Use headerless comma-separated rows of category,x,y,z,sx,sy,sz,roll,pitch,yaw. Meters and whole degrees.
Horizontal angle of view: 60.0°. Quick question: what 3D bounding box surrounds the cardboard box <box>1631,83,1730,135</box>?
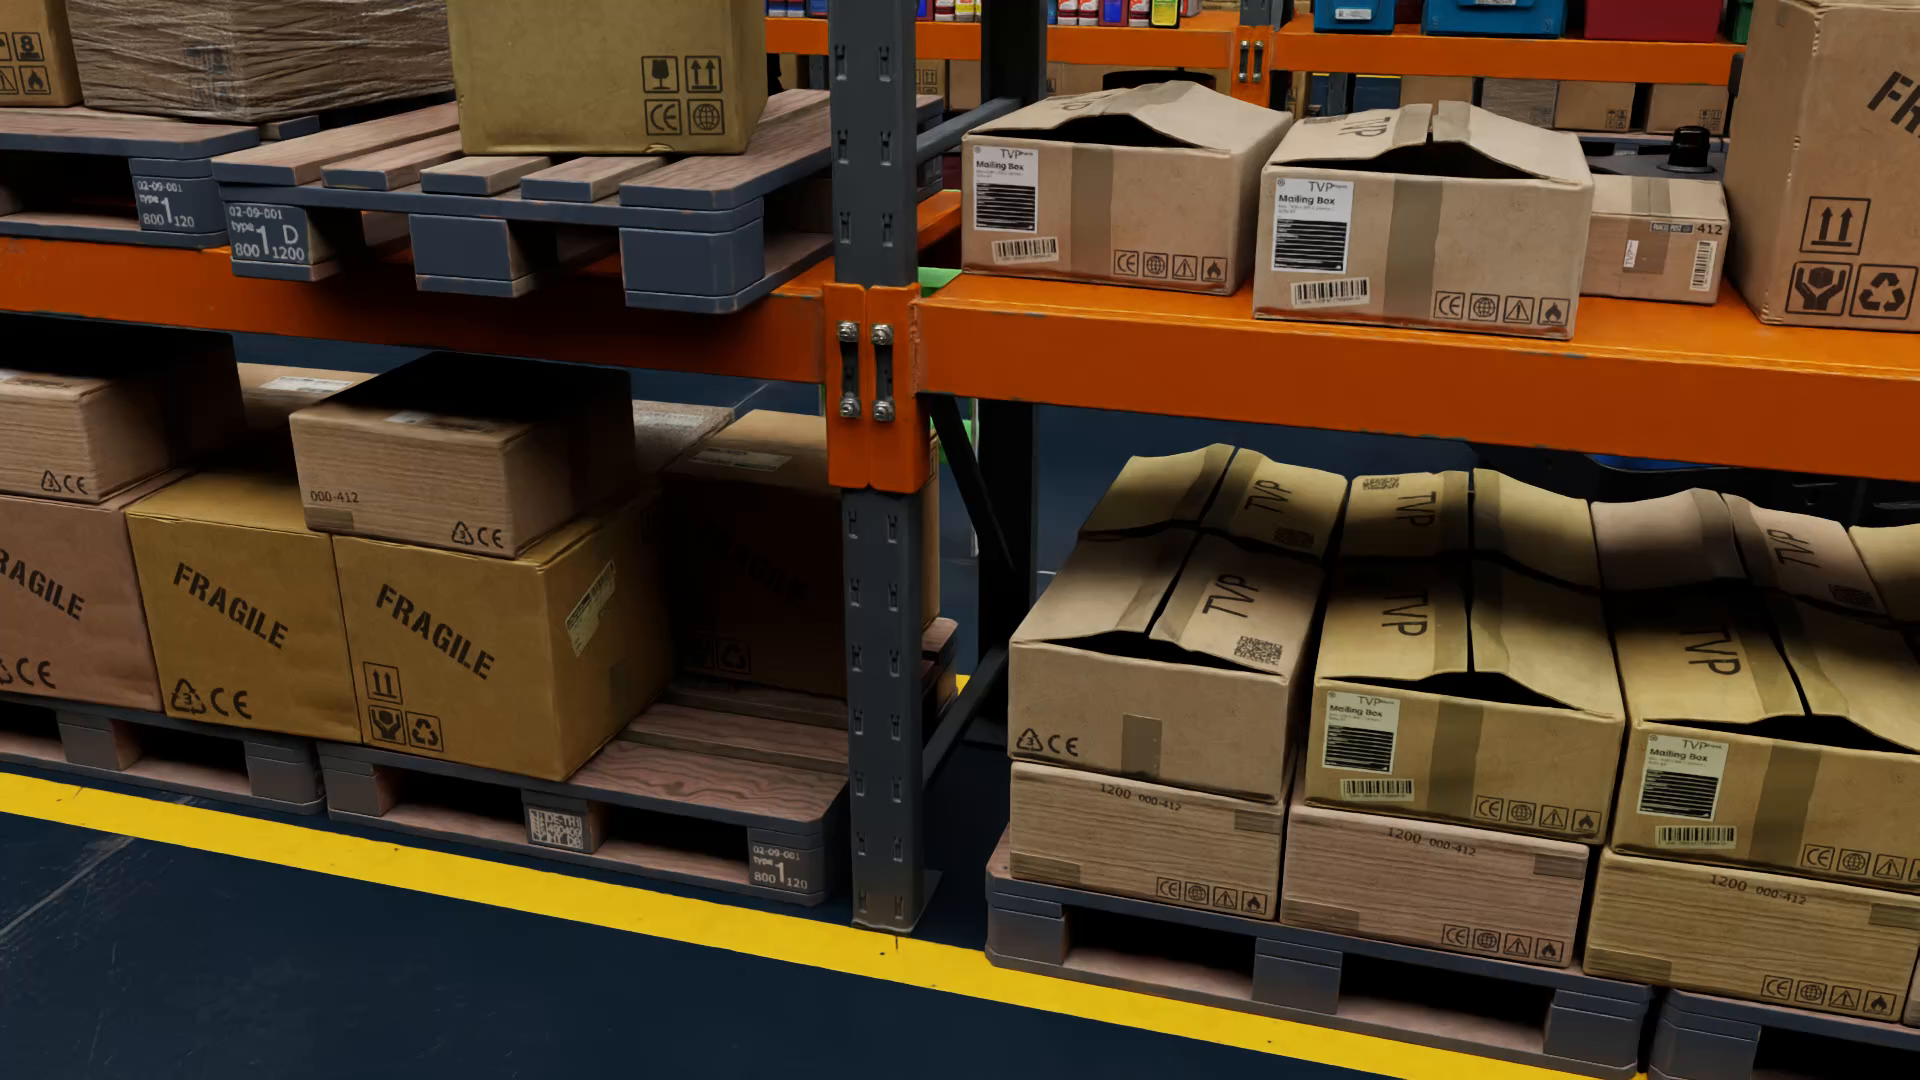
cardboard box,5.112,-3.182,11.789,0.500,0.500,0.700,5,23,11

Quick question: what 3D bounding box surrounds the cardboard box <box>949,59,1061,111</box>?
cardboard box,0.496,-3.867,12.992,0.875,0.875,1.225,6,23,14

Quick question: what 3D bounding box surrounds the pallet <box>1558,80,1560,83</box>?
pallet,6.278,-4.631,16.281,1.213,0.211,1.003,7,23,16

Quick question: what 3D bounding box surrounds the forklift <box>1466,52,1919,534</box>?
forklift,3.357,-1.545,5.173,3.031,2.935,1.130,-3,23,-8

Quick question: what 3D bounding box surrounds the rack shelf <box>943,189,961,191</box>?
rack shelf,-0.158,-0.958,4.929,0.480,0.148,0.258,7,23,16

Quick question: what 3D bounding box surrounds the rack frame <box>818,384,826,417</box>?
rack frame,-0.392,-0.600,5.152,0.015,1.200,0.240,7,23,16

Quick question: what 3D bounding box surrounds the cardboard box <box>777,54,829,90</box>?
cardboard box,-1.587,-4.129,13.630,0.875,0.875,0.875,7,23,16

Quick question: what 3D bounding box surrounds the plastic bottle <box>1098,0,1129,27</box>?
plastic bottle,0.689,-2.439,7.418,0.133,0.283,0.061,7,23,16

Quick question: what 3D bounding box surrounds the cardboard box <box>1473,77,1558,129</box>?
cardboard box,4.033,-3.303,12.083,0.500,0.500,0.700,5,23,11

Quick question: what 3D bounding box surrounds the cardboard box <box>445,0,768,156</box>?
cardboard box,-0.650,-1.048,3.187,0.500,0.500,0.700,-1,22,-2

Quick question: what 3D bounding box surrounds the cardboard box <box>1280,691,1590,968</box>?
cardboard box,0.884,0.518,3.126,0.500,0.250,0.500,6,23,14

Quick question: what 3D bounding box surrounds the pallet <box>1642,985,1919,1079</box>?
pallet,1.927,0.750,3.164,1.213,0.211,1.003,7,23,16

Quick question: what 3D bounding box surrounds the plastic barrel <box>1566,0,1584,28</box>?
plastic barrel,2.870,-2.549,7.384,0.421,0.512,0.421,0,22,0

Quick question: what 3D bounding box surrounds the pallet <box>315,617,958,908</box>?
pallet,-0.718,0.415,3.979,1.213,0.211,1.003,7,23,16

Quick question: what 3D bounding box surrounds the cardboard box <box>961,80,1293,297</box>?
cardboard box,0.322,-0.682,3.098,0.500,0.311,0.500,8,24,19

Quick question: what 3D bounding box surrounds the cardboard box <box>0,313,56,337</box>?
cardboard box,-2.493,-0.361,3.922,0.500,0.250,0.500,7,23,16

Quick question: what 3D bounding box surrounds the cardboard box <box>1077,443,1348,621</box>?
cardboard box,0.559,0.007,3.631,0.500,0.311,0.500,7,23,17

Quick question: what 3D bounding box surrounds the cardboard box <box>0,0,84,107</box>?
cardboard box,-2.134,-1.287,3.770,0.500,0.500,0.700,1,22,2

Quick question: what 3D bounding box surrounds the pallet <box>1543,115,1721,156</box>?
pallet,4.763,-2.867,11.982,1.213,0.211,1.003,7,23,16

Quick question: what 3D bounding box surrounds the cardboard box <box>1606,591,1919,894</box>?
cardboard box,1.395,0.315,2.882,0.500,0.311,0.500,6,23,14

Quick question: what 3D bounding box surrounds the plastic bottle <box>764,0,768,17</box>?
plastic bottle,-0.968,-2.644,7.926,0.135,0.276,0.152,7,23,16

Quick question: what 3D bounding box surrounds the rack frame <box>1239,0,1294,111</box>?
rack frame,1.420,-2.579,7.604,0.127,3.000,1.000,7,23,16

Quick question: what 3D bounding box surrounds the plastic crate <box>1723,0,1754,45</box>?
plastic crate,3.501,-2.130,6.790,0.662,0.188,0.450,7,23,16

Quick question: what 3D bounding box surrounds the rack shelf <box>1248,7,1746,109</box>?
rack shelf,3.335,-2.026,7.206,4.000,0.370,1.077,7,23,16

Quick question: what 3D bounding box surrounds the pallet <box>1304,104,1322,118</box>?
pallet,2.118,-3.202,12.797,1.213,0.211,1.003,7,23,16

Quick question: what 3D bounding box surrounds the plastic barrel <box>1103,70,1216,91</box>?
plastic barrel,0.947,-1.816,8.051,0.708,0.830,0.600,7,23,16

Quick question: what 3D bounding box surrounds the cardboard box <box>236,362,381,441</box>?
cardboard box,-1.850,-0.148,4.391,0.500,0.500,0.500,6,23,14

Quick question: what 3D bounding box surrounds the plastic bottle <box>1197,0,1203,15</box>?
plastic bottle,1.099,-2.686,8.029,0.135,0.276,0.152,7,23,16

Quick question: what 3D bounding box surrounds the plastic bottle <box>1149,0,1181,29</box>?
plastic bottle,0.910,-2.414,7.356,0.133,0.283,0.061,7,23,16

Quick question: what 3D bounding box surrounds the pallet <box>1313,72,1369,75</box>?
pallet,3.633,-4.965,17.096,1.213,0.211,1.003,7,23,16

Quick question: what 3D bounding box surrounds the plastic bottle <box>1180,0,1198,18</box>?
plastic bottle,1.055,-2.631,7.894,0.135,0.276,0.152,7,23,16

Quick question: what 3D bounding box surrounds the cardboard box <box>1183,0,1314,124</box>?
cardboard box,2.196,-3.673,12.517,0.875,0.875,1.225,5,23,13

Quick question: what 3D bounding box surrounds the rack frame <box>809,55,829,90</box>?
rack frame,-0.978,-4.817,13.060,0.127,3.000,1.000,7,23,16

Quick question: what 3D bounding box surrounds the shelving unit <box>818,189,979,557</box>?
shelving unit,-0.158,-0.573,5.087,0.503,1.200,0.258,7,23,16

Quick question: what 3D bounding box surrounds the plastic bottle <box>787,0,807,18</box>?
plastic bottle,-0.771,-2.608,7.845,0.097,0.271,0.097,0,22,0

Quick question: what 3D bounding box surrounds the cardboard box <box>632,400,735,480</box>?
cardboard box,-0.870,-0.035,4.118,0.500,0.500,0.500,6,23,14

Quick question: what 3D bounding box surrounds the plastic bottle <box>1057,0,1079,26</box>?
plastic bottle,0.490,-2.431,7.506,0.097,0.201,0.097,0,22,0

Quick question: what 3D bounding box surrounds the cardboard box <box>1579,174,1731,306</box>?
cardboard box,1.223,-0.544,2.974,0.250,0.149,0.380,8,24,19

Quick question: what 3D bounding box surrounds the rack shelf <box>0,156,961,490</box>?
rack shelf,-1.929,-0.666,3.888,4.000,0.370,1.077,7,23,16

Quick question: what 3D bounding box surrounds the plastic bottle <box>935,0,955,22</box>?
plastic bottle,-0.069,-2.495,7.662,0.097,0.201,0.097,0,22,0

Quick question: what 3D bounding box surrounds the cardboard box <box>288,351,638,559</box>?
cardboard box,-1.032,-0.195,3.519,0.500,0.250,0.500,7,23,18

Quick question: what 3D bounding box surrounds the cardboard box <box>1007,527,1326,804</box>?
cardboard box,0.402,0.203,3.153,0.500,0.311,0.500,7,23,17

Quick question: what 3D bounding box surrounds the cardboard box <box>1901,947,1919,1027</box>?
cardboard box,1.874,0.629,2.855,0.500,0.250,0.500,7,23,17

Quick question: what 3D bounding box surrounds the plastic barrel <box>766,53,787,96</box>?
plastic barrel,-1.215,-2.097,8.641,0.708,0.901,0.600,7,23,16

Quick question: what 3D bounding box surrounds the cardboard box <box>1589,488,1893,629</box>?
cardboard box,1.540,0.118,3.361,0.500,0.311,0.500,6,23,15

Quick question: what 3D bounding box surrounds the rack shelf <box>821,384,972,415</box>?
rack shelf,-0.158,-0.514,5.111,0.480,0.148,0.258,7,23,16

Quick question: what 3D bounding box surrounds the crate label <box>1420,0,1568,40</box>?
crate label,2.293,-2.388,7.092,0.616,0.435,0.502,7,23,16

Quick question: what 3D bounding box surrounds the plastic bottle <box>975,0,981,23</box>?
plastic bottle,0.118,-2.474,7.610,0.097,0.201,0.097,0,22,0

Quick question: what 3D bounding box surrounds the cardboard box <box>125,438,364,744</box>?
cardboard box,-1.473,0.100,3.789,0.500,0.500,0.500,6,23,14

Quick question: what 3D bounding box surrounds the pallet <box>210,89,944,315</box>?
pallet,-0.683,-0.739,3.373,1.003,0.211,1.213,7,23,16
